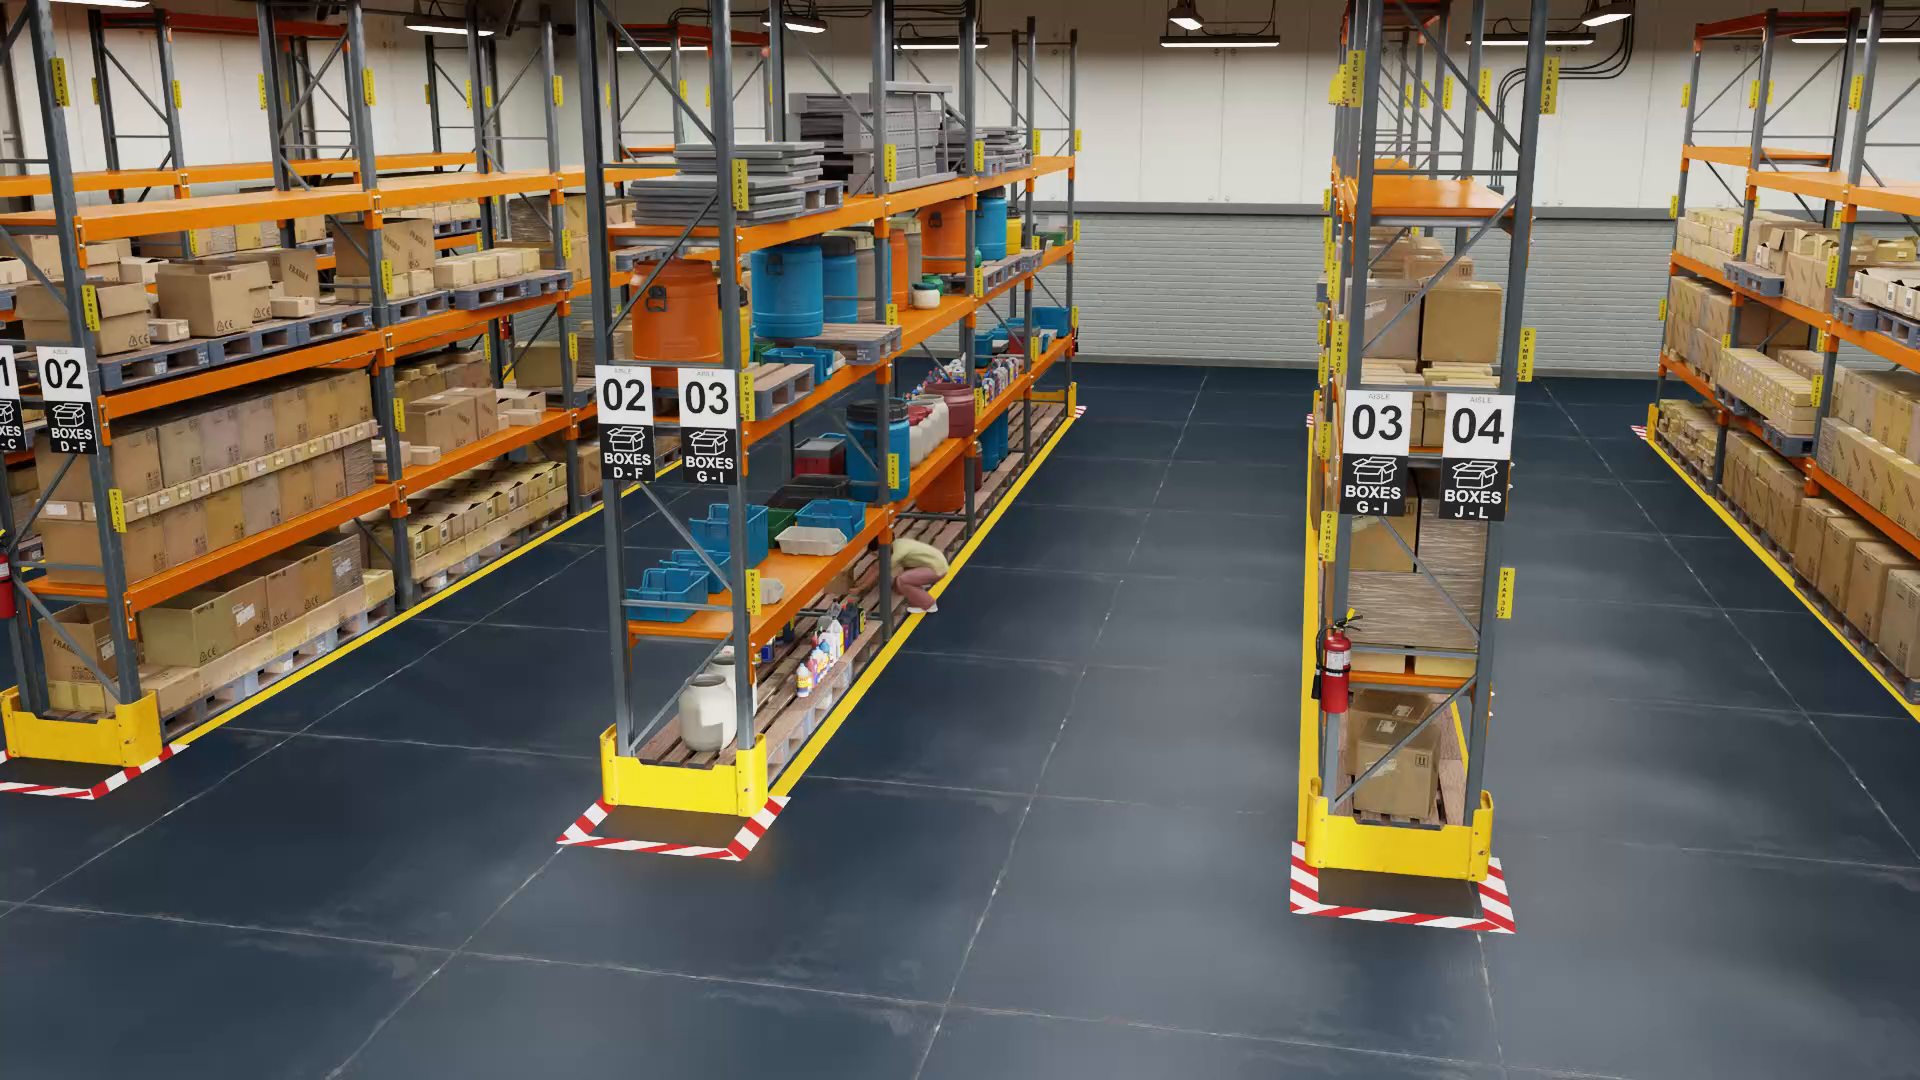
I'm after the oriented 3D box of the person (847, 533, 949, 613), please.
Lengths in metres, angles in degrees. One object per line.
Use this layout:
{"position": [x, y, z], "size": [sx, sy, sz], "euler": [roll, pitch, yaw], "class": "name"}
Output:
{"position": [-0.625, 0.314, 16.550], "size": [1.035, 0.800, 0.469], "euler": [-1, 15, -4], "class": "person"}
